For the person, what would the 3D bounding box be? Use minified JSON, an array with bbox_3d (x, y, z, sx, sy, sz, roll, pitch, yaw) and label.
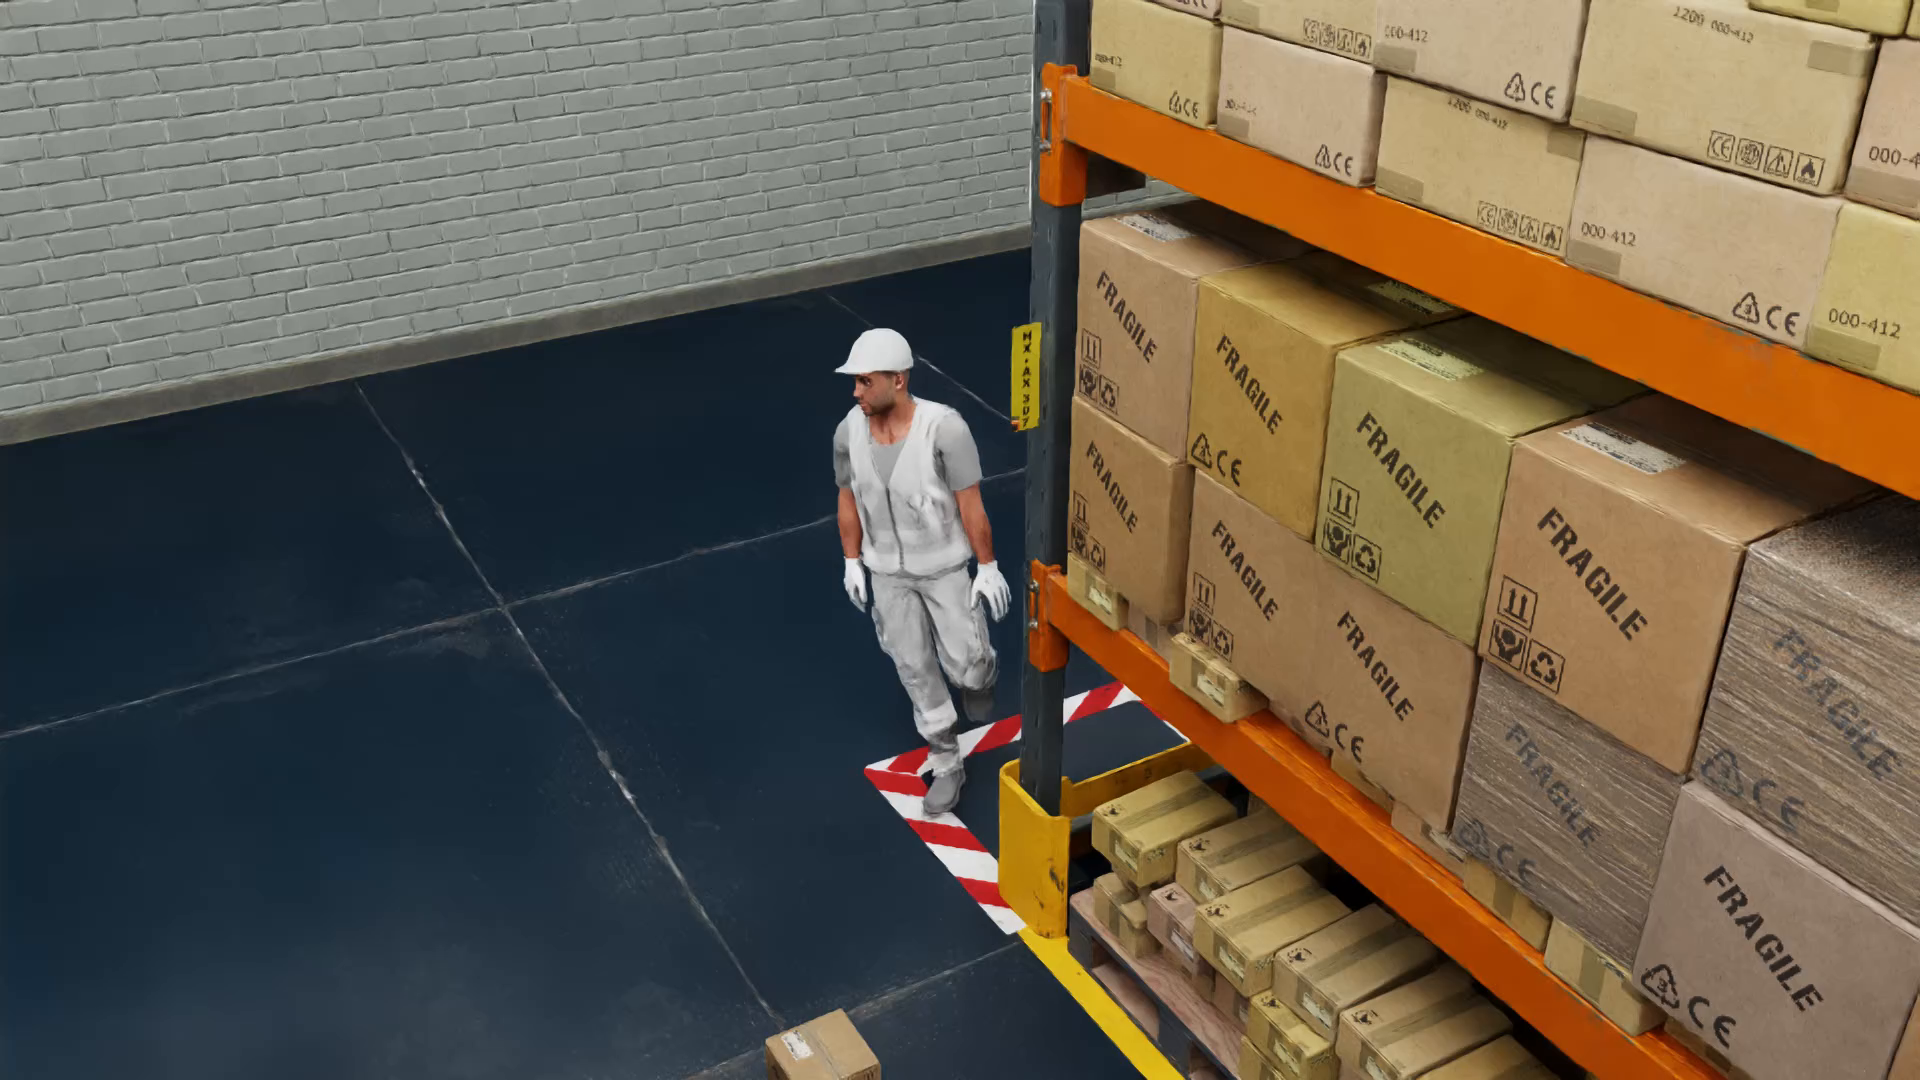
[{"bbox_3d":[-0.125,0.086,5.959,0.684,1.762,0.683,9,30,16],"label":"person"}]
